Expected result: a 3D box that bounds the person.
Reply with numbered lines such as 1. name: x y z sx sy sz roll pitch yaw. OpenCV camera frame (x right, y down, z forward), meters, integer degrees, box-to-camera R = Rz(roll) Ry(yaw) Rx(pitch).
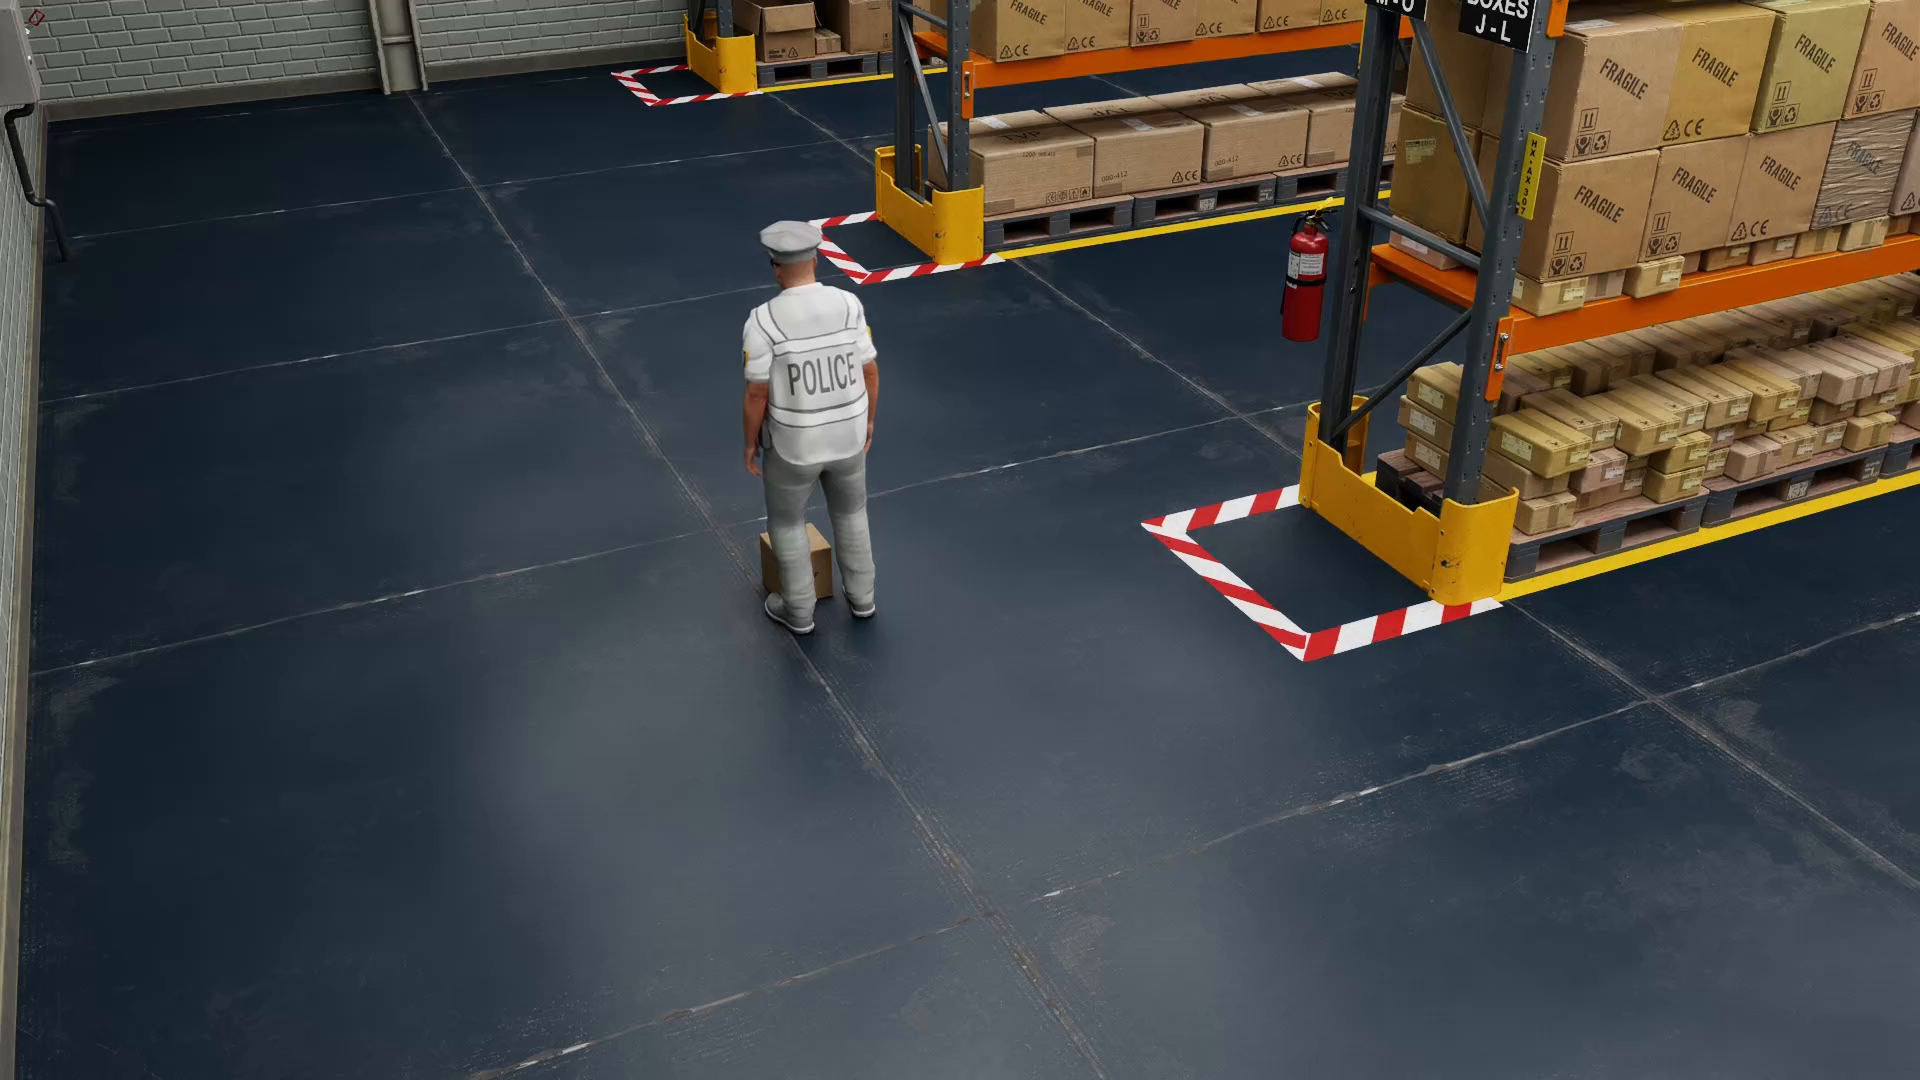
1. person: -0.608 -0.427 6.880 0.585 1.749 0.435 -13 32 -22
